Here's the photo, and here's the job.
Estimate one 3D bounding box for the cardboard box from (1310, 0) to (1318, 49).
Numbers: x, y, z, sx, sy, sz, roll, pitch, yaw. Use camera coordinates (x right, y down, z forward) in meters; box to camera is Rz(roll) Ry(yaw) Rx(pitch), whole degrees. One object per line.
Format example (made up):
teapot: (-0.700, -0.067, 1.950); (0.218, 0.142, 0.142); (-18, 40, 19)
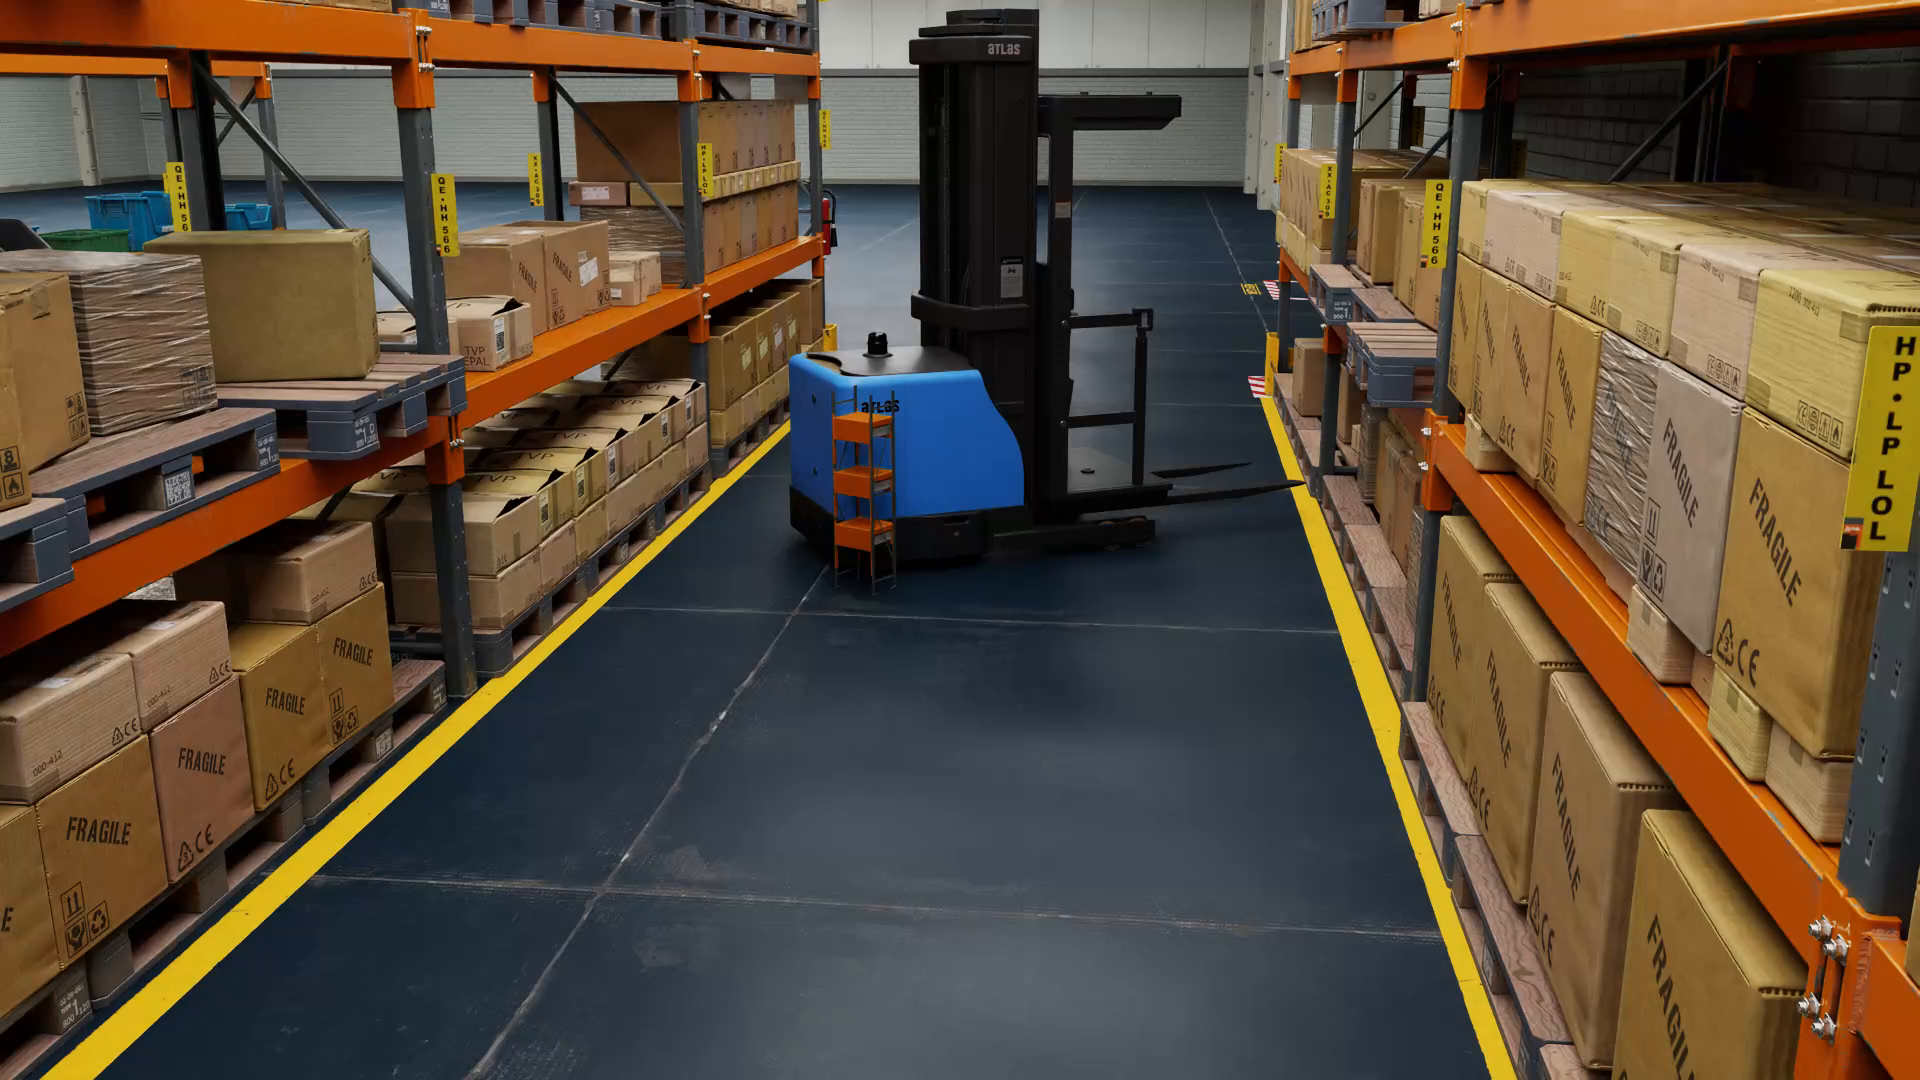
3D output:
cardboard box: (2.749, -3.734, 11.748); (0.500, 0.500, 0.500); (3, 15, 10)

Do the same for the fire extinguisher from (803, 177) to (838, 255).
fire extinguisher: (-1.223, -2.845, 14.584); (0.296, 0.674, 0.183); (2, 15, 6)

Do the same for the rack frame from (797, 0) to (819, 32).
rack frame: (-1.698, -5.761, 13.728); (1.000, 3.000, 0.127); (2, 15, 6)

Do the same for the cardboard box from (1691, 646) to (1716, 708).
cardboard box: (1.707, 0.276, 3.338); (0.380, 0.149, 0.250); (2, 15, 8)

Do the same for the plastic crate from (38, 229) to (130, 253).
plastic crate: (-6.637, -2.216, 12.516); (0.450, 0.188, 0.662); (2, 15, 6)

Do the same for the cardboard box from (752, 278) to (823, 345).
cardboard box: (-1.462, -1.955, 14.170); (0.500, 0.500, 0.500); (2, 15, 6)

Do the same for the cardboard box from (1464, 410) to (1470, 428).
cardboard box: (2.055, -0.455, 6.041); (0.380, 0.149, 0.250); (1, 15, 5)

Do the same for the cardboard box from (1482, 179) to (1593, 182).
cardboard box: (2.353, -1.393, 6.791); (0.380, 0.149, 0.250); (-1, 15, -3)

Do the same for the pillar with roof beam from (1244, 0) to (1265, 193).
pillar with roof beam: (3.113, -13.317, 41.670); (9.100, 9.000, 0.400); (2, 15, 6)

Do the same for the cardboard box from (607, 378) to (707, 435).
cardboard box: (-1.910, -0.860, 10.485); (0.500, 0.311, 0.500); (2, 15, 6)

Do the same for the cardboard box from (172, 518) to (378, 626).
cardboard box: (-2.475, 0.106, 6.031); (0.500, 0.250, 0.500); (2, 15, 8)

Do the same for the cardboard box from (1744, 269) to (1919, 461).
cardboard box: (1.669, -0.300, 2.788); (0.500, 0.250, 0.500); (2, 15, 8)

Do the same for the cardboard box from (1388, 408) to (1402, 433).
cardboard box: (2.661, -0.745, 9.179); (0.500, 0.250, 0.500); (1, 15, 5)

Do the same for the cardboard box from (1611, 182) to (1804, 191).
cardboard box: (2.529, -1.083, 5.686); (0.500, 0.250, 0.500); (2, 15, 8)

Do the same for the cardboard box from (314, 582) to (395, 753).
cardboard box: (-2.473, 0.454, 6.184); (0.500, 0.500, 0.500); (2, 15, 8)

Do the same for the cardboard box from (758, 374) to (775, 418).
cardboard box: (-1.672, -1.073, 12.348); (0.500, 0.250, 0.500); (2, 15, 6)

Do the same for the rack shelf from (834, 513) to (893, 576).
rack shelf: (-0.494, 0.022, 8.674); (0.240, 0.259, 0.215); (10, 18, 34)

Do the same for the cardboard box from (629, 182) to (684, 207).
cardboard box: (-1.926, -2.253, 10.813); (0.380, 0.149, 0.250); (2, 15, 6)

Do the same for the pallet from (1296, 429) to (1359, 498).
pallet: (2.814, -0.512, 11.150); (1.003, 0.211, 1.213); (2, 15, 6)

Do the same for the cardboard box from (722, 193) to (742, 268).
cardboard box: (-1.992, -2.258, 12.075); (0.700, 0.500, 0.500); (2, 15, 7)

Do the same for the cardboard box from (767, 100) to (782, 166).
cardboard box: (-1.823, -3.269, 13.326); (0.700, 0.500, 0.500); (1, 15, 5)

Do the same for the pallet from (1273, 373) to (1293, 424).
pallet: (3.089, -1.145, 13.491); (1.003, 0.211, 1.213); (2, 15, 6)

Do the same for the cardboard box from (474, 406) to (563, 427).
cardboard box: (-2.562, -0.610, 9.560); (0.500, 0.311, 0.500); (1, 15, 4)

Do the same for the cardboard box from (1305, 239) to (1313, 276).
cardboard box: (2.590, -1.881, 11.119); (0.500, 0.250, 0.500); (2, 15, 7)

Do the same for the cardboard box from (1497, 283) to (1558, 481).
cardboard box: (1.888, -0.464, 4.832); (0.500, 0.500, 0.500); (2, 15, 6)

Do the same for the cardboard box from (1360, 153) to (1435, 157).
cardboard box: (3.262, -2.626, 12.441); (0.500, 0.500, 0.500); (1, 15, 5)

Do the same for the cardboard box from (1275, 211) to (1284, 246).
cardboard box: (2.854, -2.540, 13.558); (0.500, 0.250, 0.500); (1, 15, 5)

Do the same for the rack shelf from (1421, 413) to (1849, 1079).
rack shelf: (2.096, 0.221, 4.477); (1.077, 0.370, 4.000); (2, 15, 6)

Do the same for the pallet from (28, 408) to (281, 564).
pallet: (-2.815, -0.193, 4.997); (1.003, 0.211, 1.213); (2, 15, 6)

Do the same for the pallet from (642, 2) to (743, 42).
pallet: (-2.078, -3.455, 11.115); (1.003, 0.211, 1.213); (2, 15, 6)

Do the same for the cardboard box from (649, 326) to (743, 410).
cardboard box: (-1.786, -1.176, 11.291); (0.500, 0.500, 0.500); (2, 15, 6)

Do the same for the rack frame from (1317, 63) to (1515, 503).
rack frame: (2.774, -1.683, 10.138); (1.000, 3.000, 0.127); (2, 15, 6)

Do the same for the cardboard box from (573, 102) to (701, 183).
cardboard box: (-2.105, -2.617, 10.918); (0.700, 0.500, 0.500); (2, 15, 7)

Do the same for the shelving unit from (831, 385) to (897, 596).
shelving unit: (-0.494, -0.256, 8.599); (0.252, 1.050, 0.215); (10, 18, 34)

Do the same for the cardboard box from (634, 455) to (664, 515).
cardboard box: (-2.024, -0.323, 9.573); (0.500, 0.250, 0.500); (2, 15, 8)

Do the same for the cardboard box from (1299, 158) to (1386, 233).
cardboard box: (2.638, -2.373, 11.506); (0.500, 0.500, 0.500); (1, 15, 5)

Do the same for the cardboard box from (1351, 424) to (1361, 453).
cardboard box: (2.804, -0.667, 10.967); (0.380, 0.166, 0.250); (0, 15, -1)

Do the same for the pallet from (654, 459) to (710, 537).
pallet: (-2.193, -0.289, 10.327); (1.003, 0.211, 1.213); (2, 15, 6)

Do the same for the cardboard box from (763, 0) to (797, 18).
cardboard box: (-1.566, -4.204, 12.933); (0.500, 0.250, 0.500); (2, 15, 6)

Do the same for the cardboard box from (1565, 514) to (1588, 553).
cardboard box: (1.893, -0.057, 4.569); (0.380, 0.149, 0.250); (2, 15, 7)

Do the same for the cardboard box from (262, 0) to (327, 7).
cardboard box: (-2.674, -2.040, 5.522); (0.910, 0.500, 0.500); (2, 15, 6)

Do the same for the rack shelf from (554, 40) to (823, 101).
rack shelf: (-1.923, -3.447, 12.295); (1.077, 0.370, 4.000); (2, 15, 6)

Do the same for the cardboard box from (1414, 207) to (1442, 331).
cardboard box: (2.401, -1.174, 7.222); (0.700, 0.500, 0.500); (0, 15, 1)

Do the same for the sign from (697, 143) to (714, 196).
sign: (-1.609, -2.335, 10.484); (0.100, 0.325, 0.005); (2, 15, 6)

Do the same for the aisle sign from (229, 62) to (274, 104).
aisle sign: (-6.316, -4.277, 14.751); (0.394, 0.787, 0.004); (2, 15, 6)

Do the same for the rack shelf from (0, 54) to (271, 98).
rack shelf: (-6.845, -3.594, 12.838); (1.077, 0.370, 4.000); (2, 15, 6)

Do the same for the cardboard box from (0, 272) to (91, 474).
cardboard box: (-2.914, -0.464, 4.634); (0.700, 0.500, 0.500); (-2, 15, -8)

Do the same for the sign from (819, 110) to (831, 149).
sign: (-1.160, -3.519, 14.256); (0.100, 0.325, 0.005); (2, 15, 6)

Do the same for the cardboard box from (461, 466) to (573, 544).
cardboard box: (-2.199, -0.200, 8.044); (0.500, 0.311, 0.500); (1, 15, 5)

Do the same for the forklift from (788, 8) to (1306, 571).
forklift: (0.576, -1.477, 9.509); (3.031, 2.935, 1.130); (-6, 16, -22)

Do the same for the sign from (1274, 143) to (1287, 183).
sign: (2.686, -3.154, 13.921); (0.100, 0.325, 0.005); (2, 15, 6)

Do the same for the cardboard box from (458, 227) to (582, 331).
cardboard box: (-2.368, -1.411, 8.941); (0.500, 0.500, 0.500); (2, 15, 6)

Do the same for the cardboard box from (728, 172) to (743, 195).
cardboard box: (-1.785, -2.587, 12.050); (0.380, 0.149, 0.250); (1, 15, 5)

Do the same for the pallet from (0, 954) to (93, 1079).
pallet: (-2.997, 1.381, 4.149); (1.003, 0.211, 1.213); (2, 15, 6)

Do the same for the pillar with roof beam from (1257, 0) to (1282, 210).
pillar with roof beam: (2.436, -11.760, 35.915); (9.100, 9.000, 0.400); (2, 15, 6)

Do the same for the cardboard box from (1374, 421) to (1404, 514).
cardboard box: (2.699, -0.361, 9.198); (0.700, 0.500, 0.500); (1, 15, 5)

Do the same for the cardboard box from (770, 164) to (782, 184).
cardboard box: (-1.639, -2.922, 13.288); (0.380, 0.149, 0.250); (2, 15, 7)

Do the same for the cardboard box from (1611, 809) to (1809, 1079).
cardboard box: (1.815, 1.055, 3.328); (0.750, 0.750, 0.750); (2, 15, 7)
